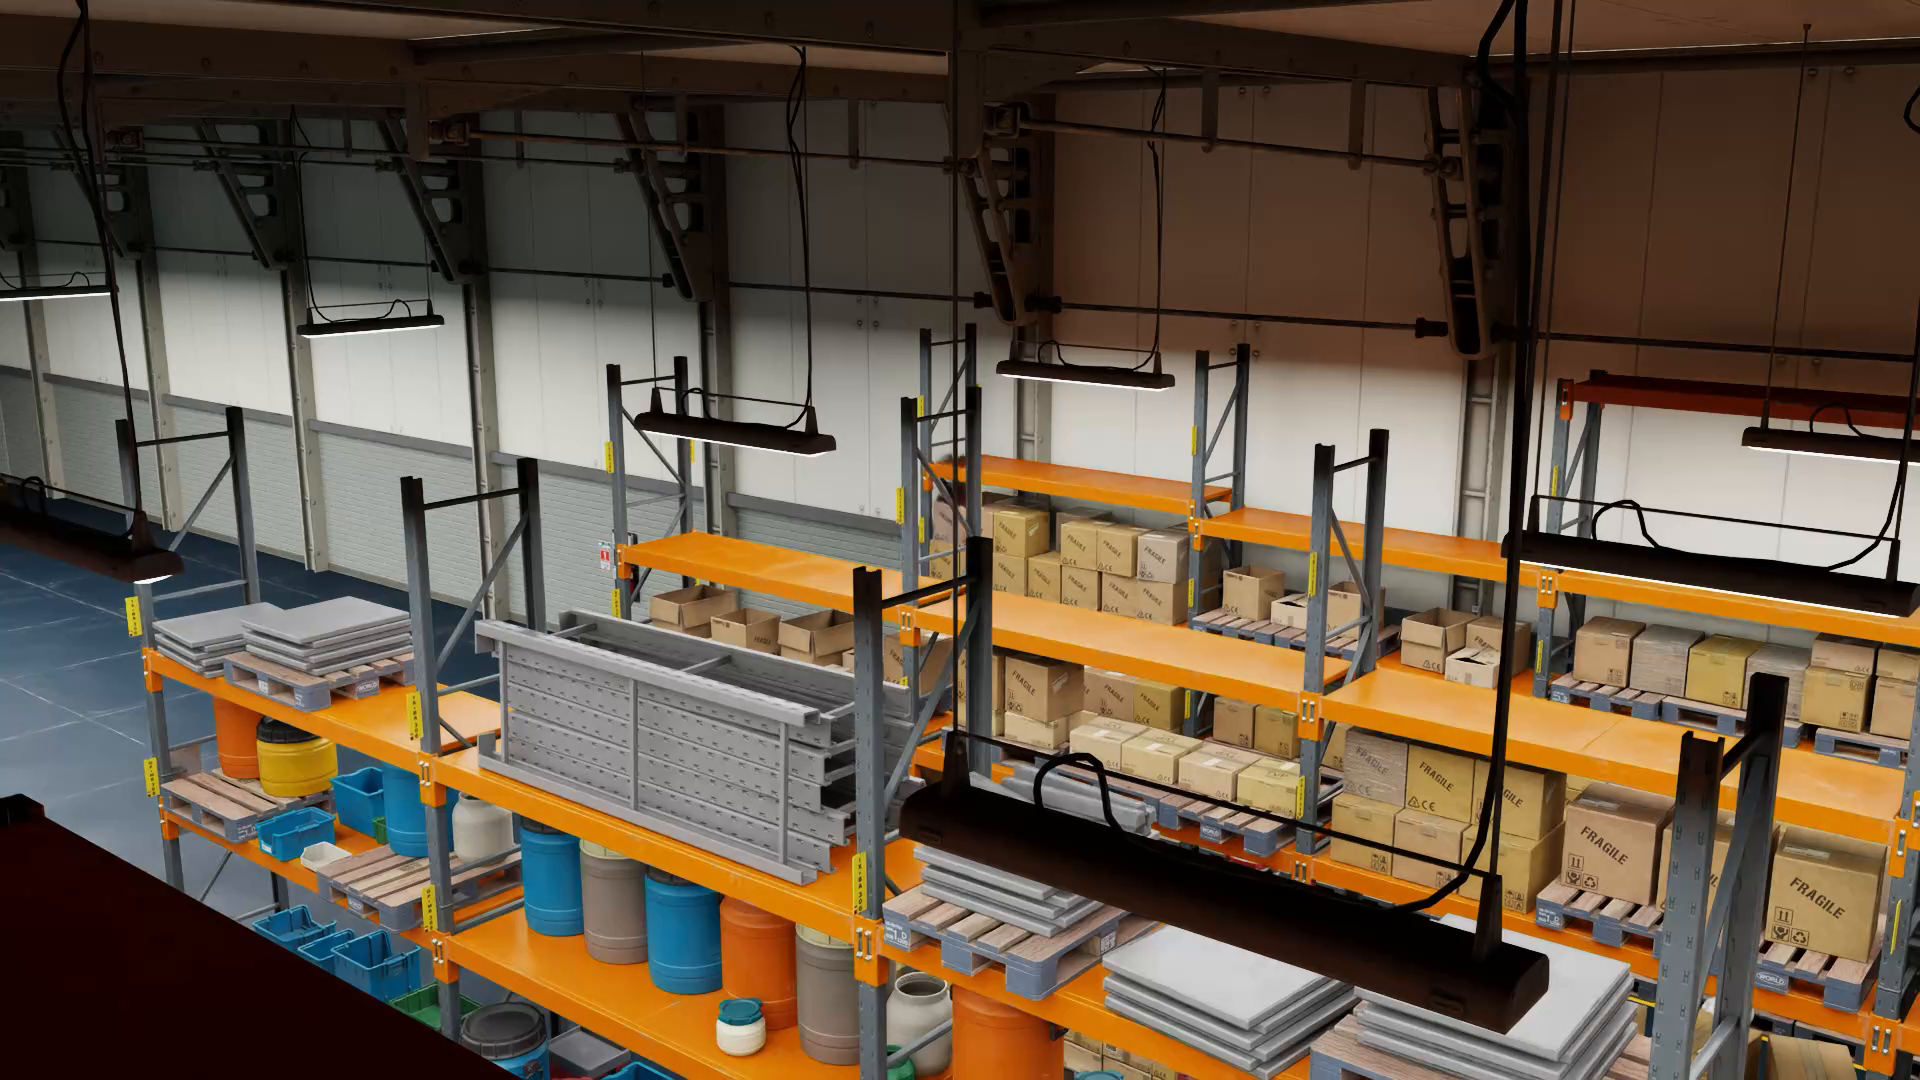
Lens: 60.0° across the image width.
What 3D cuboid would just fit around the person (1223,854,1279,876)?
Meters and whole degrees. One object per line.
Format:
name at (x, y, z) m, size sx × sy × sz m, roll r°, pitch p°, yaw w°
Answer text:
person at (3.000, 3.387, 17.142) m, size 0.637 × 1.792 × 0.401 m, roll 5°, pitch 14°, yaw 22°

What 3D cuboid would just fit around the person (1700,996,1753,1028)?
person at (6.202, 4.220, 13.653) m, size 0.623 × 1.730 × 1.017 m, roll -10°, pitch 16°, yaw -37°
